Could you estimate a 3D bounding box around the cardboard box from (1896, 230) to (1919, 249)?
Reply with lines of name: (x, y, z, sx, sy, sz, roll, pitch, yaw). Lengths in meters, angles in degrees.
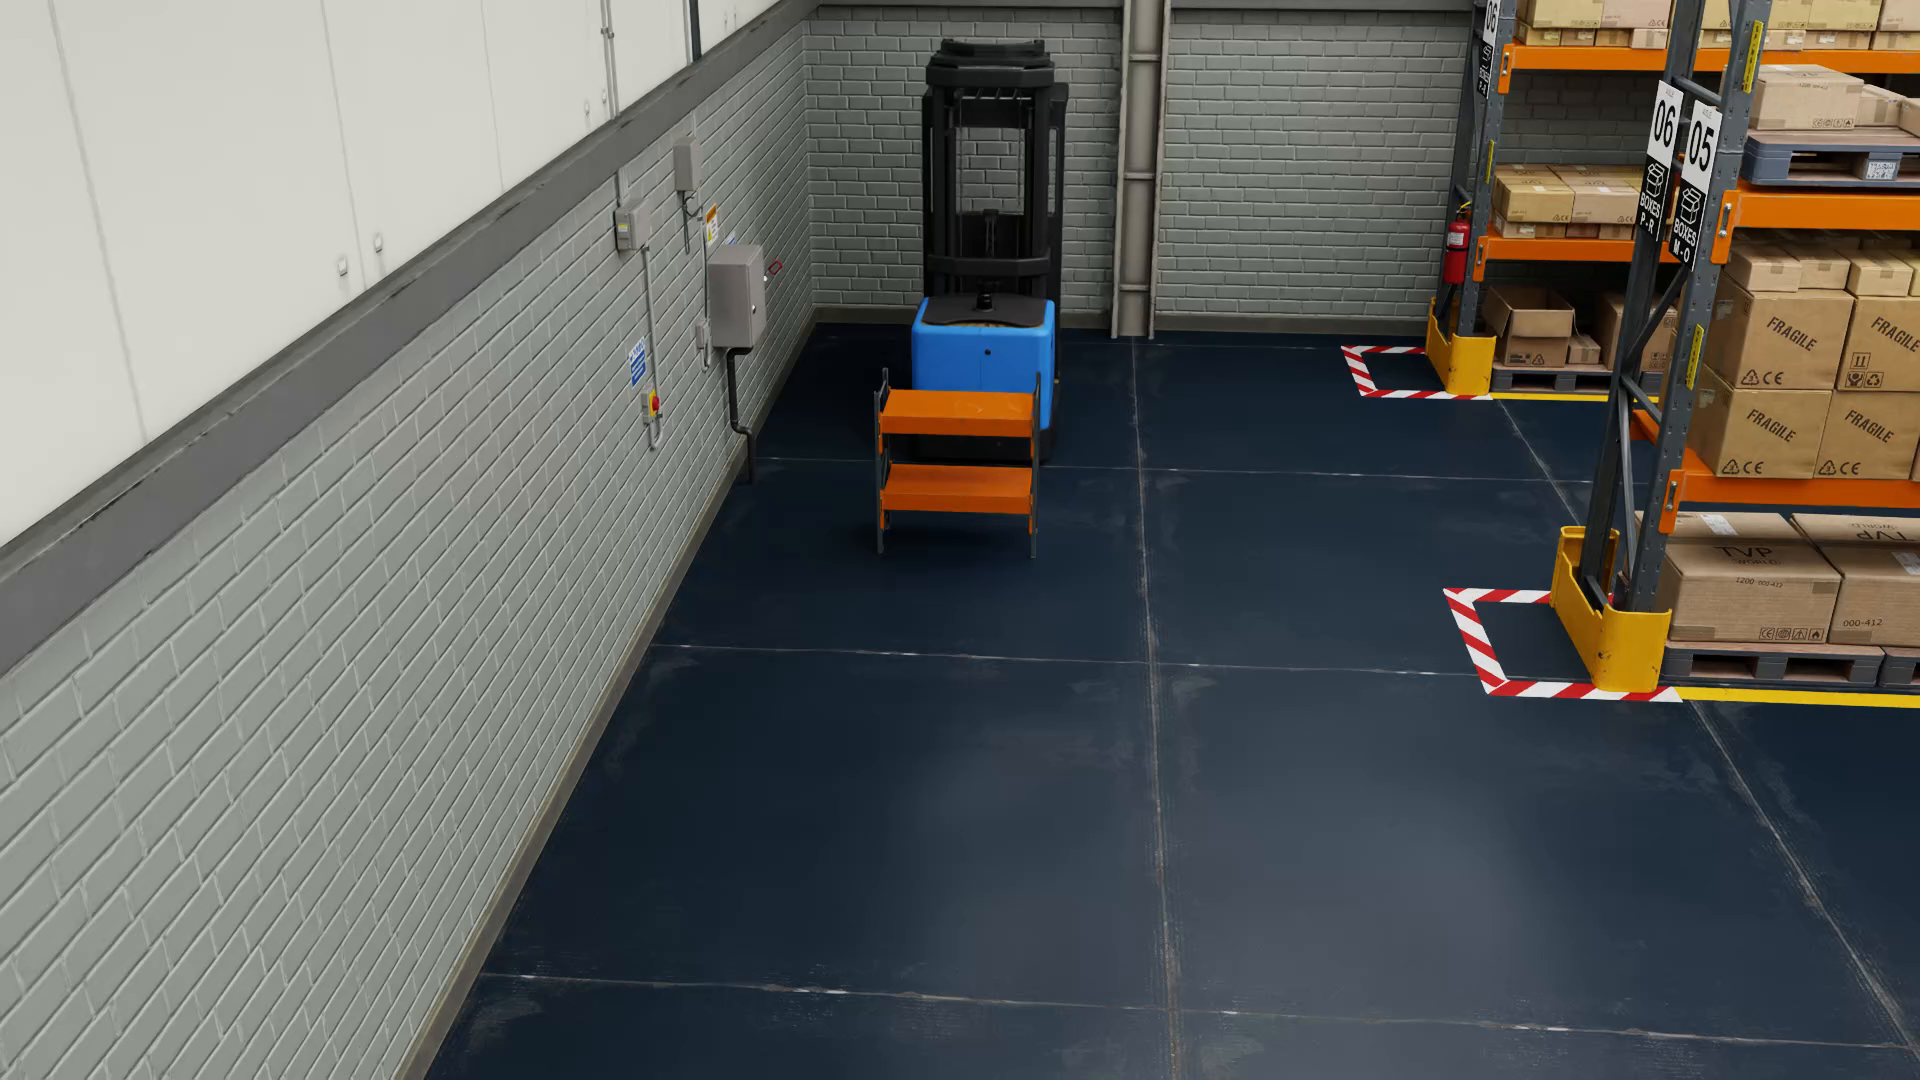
cardboard box: (5.233, -1.577, 8.998, 0.250, 0.149, 0.380, 2, 25, 4)

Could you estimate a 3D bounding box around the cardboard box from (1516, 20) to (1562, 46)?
cardboard box: (4.514, -3.956, 12.970, 0.250, 0.149, 0.380, 2, 25, 5)

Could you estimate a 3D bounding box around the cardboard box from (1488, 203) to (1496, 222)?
cardboard box: (4.565, -2.801, 14.050, 0.250, 0.149, 0.380, 2, 25, 3)

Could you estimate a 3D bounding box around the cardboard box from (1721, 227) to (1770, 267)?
cardboard box: (4.211, -1.612, 9.072, 0.250, 0.149, 0.380, 2, 25, 5)

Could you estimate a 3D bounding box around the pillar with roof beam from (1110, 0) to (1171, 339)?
pillar with roof beam: (1.265, -4.207, 9.628, 0.400, 9.000, 9.100, 2, 25, 4)

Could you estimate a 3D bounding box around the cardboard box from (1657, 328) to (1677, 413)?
cardboard box: (4.339, -0.886, 9.467, 0.500, 0.500, 0.500, 2, 25, 4)

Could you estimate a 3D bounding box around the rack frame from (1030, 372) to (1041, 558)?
rack frame: (0.500, -0.495, 10.980, 0.032, 1.125, 0.500, 2, 25, 4)

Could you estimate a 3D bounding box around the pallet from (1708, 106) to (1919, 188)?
pallet: (4.578, -2.048, 8.631, 1.213, 0.211, 1.003, 2, 25, 4)

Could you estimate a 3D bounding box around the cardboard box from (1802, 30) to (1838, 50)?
cardboard box: (6.549, -3.881, 12.807, 0.250, 0.149, 0.380, 2, 25, 5)

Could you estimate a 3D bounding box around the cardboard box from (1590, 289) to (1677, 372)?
cardboard box: (5.666, -1.767, 13.989, 0.500, 0.500, 0.700, 3, 25, 6)

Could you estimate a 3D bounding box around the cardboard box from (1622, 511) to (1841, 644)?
cardboard box: (4.503, 0.207, 9.774, 0.875, 0.438, 0.875, 1, 25, 2)

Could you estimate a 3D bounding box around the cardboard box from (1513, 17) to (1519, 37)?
cardboard box: (4.551, -4.149, 13.391, 0.250, 0.149, 0.380, 2, 25, 5)

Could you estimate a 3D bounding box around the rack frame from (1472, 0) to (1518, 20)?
rack frame: (4.214, -5.540, 12.524, 0.127, 3.000, 1.000, 2, 25, 4)

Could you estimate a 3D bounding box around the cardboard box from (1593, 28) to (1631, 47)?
cardboard box: (5.032, -3.943, 12.943, 0.250, 0.149, 0.380, 2, 25, 4)

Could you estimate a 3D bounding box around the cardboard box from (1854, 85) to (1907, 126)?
cardboard box: (4.717, -2.273, 8.692, 0.250, 0.149, 0.380, 0, 25, 0)

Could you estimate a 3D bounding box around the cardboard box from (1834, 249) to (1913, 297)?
cardboard box: (4.688, -1.378, 8.565, 0.250, 0.149, 0.380, 3, 25, 6)

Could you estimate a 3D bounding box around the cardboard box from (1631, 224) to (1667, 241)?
cardboard box: (5.555, -2.553, 13.510, 0.250, 0.149, 0.380, 2, 25, 5)

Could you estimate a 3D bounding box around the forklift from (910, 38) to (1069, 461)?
forklift: (0.276, -2.499, 13.175, 1.130, 2.935, 3.031, 2, 25, 5)

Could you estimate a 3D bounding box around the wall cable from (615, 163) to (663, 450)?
wall cable: (-1.786, -1.392, 9.434, 0.123, 1.953, 0.585, 2, 25, 4)

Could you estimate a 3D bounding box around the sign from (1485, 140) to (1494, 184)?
sign: (4.172, -2.981, 13.105, 0.005, 0.325, 0.100, 2, 25, 4)

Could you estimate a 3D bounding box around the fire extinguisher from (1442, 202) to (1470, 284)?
fire extinguisher: (4.032, -2.422, 13.463, 0.183, 0.674, 0.296, 2, 25, 4)

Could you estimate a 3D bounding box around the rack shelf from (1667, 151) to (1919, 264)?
rack shelf: (5.832, -1.717, 8.666, 4.000, 0.370, 1.077, 2, 25, 4)

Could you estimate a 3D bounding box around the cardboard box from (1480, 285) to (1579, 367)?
cardboard box: (4.816, -1.812, 14.083, 0.637, 0.503, 0.797, 1, 25, 2)

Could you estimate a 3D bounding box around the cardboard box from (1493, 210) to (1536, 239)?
cardboard box: (4.521, -2.575, 13.559, 0.250, 0.149, 0.380, 2, 25, 4)

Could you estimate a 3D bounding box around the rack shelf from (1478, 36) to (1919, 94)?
rack shelf: (6.208, -3.786, 13.162, 4.000, 0.370, 1.077, 2, 25, 4)

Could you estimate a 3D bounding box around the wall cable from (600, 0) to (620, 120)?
wall cable: (-1.856, -3.535, 8.168, 0.029, 3.000, 0.463, 2, 25, 4)

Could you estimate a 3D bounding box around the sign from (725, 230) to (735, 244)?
sign: (-1.649, -1.956, 12.027, 0.001, 0.494, 0.329, 2, 25, 4)

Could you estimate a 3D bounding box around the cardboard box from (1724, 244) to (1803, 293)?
cardboard box: (4.170, -1.413, 8.641, 0.250, 0.149, 0.380, 2, 25, 5)

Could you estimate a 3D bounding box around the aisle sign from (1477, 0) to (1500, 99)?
aisle sign: (4.123, -3.875, 12.973, 0.004, 0.787, 0.394, 2, 25, 4)

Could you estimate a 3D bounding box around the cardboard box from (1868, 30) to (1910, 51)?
cardboard box: (7.066, -3.854, 12.750, 0.250, 0.149, 0.380, 2, 25, 4)

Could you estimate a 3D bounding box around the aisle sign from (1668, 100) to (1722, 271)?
aisle sign: (3.744, -1.808, 8.480, 0.004, 0.787, 0.394, 2, 25, 4)

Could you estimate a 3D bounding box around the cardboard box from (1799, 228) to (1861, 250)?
cardboard box: (4.730, -1.640, 9.135, 0.250, 0.149, 0.380, 2, 25, 3)

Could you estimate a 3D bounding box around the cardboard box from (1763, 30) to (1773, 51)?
cardboard box: (6.035, -3.866, 12.776, 0.250, 0.149, 0.380, 2, 25, 4)

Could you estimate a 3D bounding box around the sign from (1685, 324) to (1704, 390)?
sign: (3.789, -0.944, 8.582, 0.005, 0.325, 0.100, 2, 25, 4)

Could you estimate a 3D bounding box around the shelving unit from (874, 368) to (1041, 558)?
shelving unit: (-0.007, -0.511, 11.015, 1.048, 1.125, 0.538, 2, 25, 4)

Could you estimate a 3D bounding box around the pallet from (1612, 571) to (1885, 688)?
pallet: (4.641, 0.514, 9.880, 1.213, 0.211, 1.003, 2, 25, 4)

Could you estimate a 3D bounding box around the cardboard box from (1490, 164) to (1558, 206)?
cardboard box: (4.693, -2.977, 13.955, 0.500, 0.250, 0.500, 3, 25, 6)

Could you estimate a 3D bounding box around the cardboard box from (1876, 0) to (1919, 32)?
cardboard box: (7.183, -4.039, 12.675, 0.500, 0.250, 0.500, 1, 25, 2)

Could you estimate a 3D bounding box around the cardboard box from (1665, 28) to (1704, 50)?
cardboard box: (5.534, -3.887, 12.821, 0.250, 0.149, 0.380, 2, 25, 4)

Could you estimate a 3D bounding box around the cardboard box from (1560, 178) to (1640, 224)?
cardboard box: (5.148, -2.738, 13.436, 0.500, 0.250, 0.500, 2, 25, 5)

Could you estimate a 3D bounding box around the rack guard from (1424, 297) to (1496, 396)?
rack guard: (4.290, -1.676, 14.295, 0.348, 0.500, 1.175, 2, 25, 4)

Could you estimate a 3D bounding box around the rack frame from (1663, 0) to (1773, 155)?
rack frame: (3.838, -3.471, 8.027, 0.127, 3.000, 1.000, 2, 25, 4)

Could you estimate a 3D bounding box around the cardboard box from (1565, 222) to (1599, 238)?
cardboard box: (5.042, -2.593, 13.596, 0.250, 0.149, 0.380, 2, 25, 3)

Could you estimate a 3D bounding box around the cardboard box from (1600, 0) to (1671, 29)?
cardboard box: (5.144, -4.108, 12.825, 0.500, 0.250, 0.500, 2, 25, 5)

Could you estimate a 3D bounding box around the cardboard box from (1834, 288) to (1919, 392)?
cardboard box: (4.810, -1.097, 8.731, 0.500, 0.500, 0.500, 1, 25, 3)

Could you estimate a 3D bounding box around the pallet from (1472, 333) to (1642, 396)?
pallet: (5.085, -1.520, 14.301, 1.213, 0.211, 1.003, 2, 25, 4)

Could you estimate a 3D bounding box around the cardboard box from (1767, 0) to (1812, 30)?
cardboard box: (6.171, -4.080, 12.763, 0.500, 0.250, 0.500, 1, 25, 3)

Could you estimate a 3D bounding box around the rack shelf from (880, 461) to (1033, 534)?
rack shelf: (-0.007, -0.289, 11.118, 1.000, 0.278, 0.538, 2, 25, 4)

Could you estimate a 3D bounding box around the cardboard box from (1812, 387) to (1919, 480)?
cardboard box: (4.801, -0.651, 8.957, 0.500, 0.500, 0.500, 1, 25, 3)

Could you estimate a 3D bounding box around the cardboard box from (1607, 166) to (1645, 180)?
cardboard box: (5.700, -2.942, 13.880, 0.500, 0.250, 0.500, 3, 25, 6)
